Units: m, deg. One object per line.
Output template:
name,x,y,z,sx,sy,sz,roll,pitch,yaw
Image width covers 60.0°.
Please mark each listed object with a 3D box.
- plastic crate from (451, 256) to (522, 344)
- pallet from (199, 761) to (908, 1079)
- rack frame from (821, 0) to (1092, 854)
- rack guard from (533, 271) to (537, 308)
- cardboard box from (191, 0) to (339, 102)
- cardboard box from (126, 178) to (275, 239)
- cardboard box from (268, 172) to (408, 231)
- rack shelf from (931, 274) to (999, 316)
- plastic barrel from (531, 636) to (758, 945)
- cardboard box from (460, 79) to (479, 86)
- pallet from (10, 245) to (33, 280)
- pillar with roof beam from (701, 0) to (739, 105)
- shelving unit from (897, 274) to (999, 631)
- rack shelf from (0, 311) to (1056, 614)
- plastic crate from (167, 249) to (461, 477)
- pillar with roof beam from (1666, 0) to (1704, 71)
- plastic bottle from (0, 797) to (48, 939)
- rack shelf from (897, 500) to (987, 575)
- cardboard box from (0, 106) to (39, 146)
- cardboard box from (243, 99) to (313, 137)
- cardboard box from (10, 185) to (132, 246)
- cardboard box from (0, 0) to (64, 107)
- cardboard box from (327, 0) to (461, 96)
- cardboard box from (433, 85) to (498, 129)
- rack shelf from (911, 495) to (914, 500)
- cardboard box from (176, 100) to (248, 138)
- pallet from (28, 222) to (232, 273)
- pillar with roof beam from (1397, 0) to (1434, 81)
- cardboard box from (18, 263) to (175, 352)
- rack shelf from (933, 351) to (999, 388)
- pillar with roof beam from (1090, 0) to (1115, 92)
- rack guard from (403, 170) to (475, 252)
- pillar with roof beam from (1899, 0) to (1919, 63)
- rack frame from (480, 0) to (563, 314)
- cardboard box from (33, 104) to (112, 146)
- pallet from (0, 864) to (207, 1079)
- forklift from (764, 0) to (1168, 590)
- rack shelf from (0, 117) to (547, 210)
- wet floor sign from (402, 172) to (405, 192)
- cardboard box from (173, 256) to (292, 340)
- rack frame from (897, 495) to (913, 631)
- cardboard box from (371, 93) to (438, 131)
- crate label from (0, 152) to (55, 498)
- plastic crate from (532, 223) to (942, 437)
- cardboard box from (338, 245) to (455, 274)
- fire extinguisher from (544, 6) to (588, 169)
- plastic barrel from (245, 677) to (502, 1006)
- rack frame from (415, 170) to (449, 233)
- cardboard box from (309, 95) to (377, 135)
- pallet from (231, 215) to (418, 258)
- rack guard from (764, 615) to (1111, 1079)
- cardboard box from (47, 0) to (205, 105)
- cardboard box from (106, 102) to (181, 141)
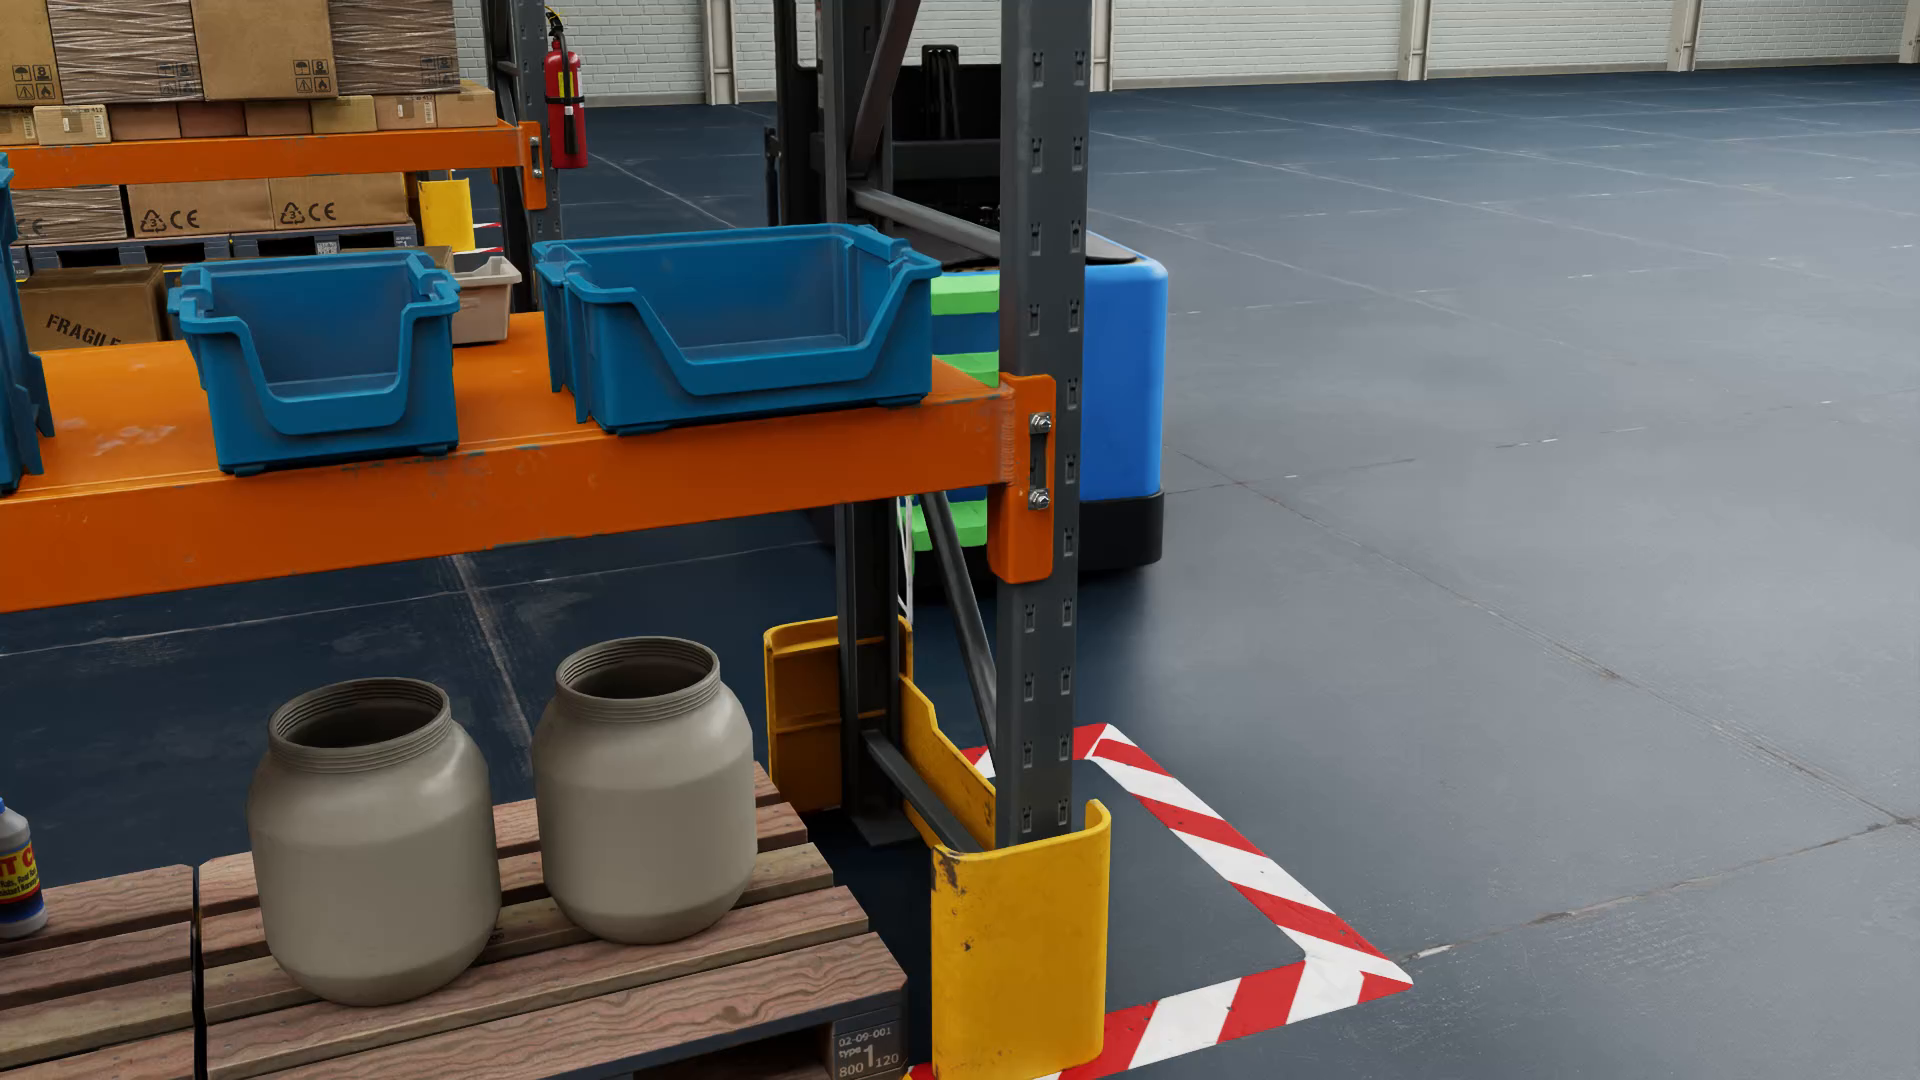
plastic crate,-0.988,-0.458,3.203,0.250,0.136,0.298,-8,21,-22
pallet,-0.838,0.843,3.310,1.213,0.211,1.003,-8,21,-22
rack frame,-0.039,-0.602,3.215,0.127,3.000,1.000,-8,21,-22
rack guard,-2.071,-0.923,7.892,0.348,0.500,1.175,-8,21,-22
cardboard box,-2.929,-2.133,6.966,0.500,0.500,0.875,-8,21,-22
cardboard box,-5.276,-2.608,11.480,0.875,0.875,0.875,-9,21,-23
cardboard box,-4.469,-2.725,11.811,0.875,0.875,0.875,-8,21,-22
rack shelf,0.053,-0.702,4.954,0.480,0.148,0.258,-5,20,-14
plastic barrel,-0.613,0.483,3.246,0.421,0.512,0.421,0,19,0
cardboard box,-2.357,-2.029,7.646,0.250,0.149,0.380,-8,21,-22
pallet,-6.817,-1.873,11.023,1.213,0.211,1.003,-8,21,-22
pillar with roof beam,-1.678,-9.137,18.423,0.400,9.000,9.100,-8,21,-22
shelving unit,0.053,-0.310,5.094,0.503,1.200,0.258,-5,20,-14
rack shelf,-1.876,0.000,2.587,4.000,0.370,1.077,-8,21,-22
plastic crate,-0.979,-0.291,2.556,0.408,0.251,0.499,-8,21,-22
pillar with roof beam,14.850,-11.505,25.148,0.400,9.000,9.100,-8,21,-22
plastic bottle,-1.827,0.621,3.188,0.097,0.271,0.097,0,19,0
rack shelf,0.053,-0.024,5.196,0.480,0.148,0.258,-5,20,-14
cardboard box,-3.774,-1.652,6.577,0.250,0.149,0.380,-8,21,-22
cardboard box,-2.856,-1.784,6.950,0.250,0.149,0.380,-8,21,-22
cardboard box,-6.114,-2.489,11.141,0.875,0.875,0.875,-8,21,-22
cardboard box,-3.868,-2.019,6.640,0.500,0.500,0.875,-8,21,-22
cardboard box,-2.517,-2.236,7.257,0.500,0.500,0.875,-8,21,-22
cardboard box,-2.181,-1.893,7.261,0.250,0.149,0.380,-8,21,-22
rack shelf,0.053,-0.250,5.115,0.480,0.148,0.258,-5,20,-14
cardboard box,-3.102,-1.764,6.893,0.250,0.149,0.380,-8,21,-22
pallet,-5.695,-2.035,11.483,1.213,0.211,1.003,-8,21,-22
pillar with roof beam,9.341,-10.716,22.906,0.400,9.000,9.100,-8,21,-22
cardboard box,-3.699,-0.889,7.161,0.500,0.500,0.500,-6,20,-17
rack shelf,0.053,-0.476,5.035,0.480,0.148,0.258,-5,20,-14
pillar with roof beam,3.831,-9.926,20.664,0.400,9.000,9.100,-8,21,-22
rack guard,-3.851,-2.462,12.262,0.348,0.500,1.175,-8,21,-22
pillar with roof beam,20.359,-12.294,27.389,0.400,9.000,9.100,-8,21,-22
rack frame,-2.001,-2.112,7.505,0.127,3.000,1.000,-8,21,-22
cardboard box,-3.517,-1.664,6.610,0.250,0.149,0.380,-8,21,-22
pallet,-1.957,1.002,2.858,1.213,0.211,1.003,-8,21,-22
forklift,-0.198,-1.676,6.369,1.130,2.935,3.031,-5,20,-14
rack shelf,-3.837,-1.510,6.877,4.000,0.370,1.077,-8,21,-22
wet floor sign,-4.631,-3.135,13.955,0.232,0.644,0.267,-12,23,-31
cardboard box,-3.116,-0.965,7.378,0.500,0.500,0.500,-3,20,-8
rack frame,-0.182,-0.288,5.033,0.015,1.200,0.240,-5,20,-14
cardboard box,-2.411,-1.861,7.168,0.250,0.149,0.380,-8,21,-22
crate label,-1.622,-0.294,2.287,0.616,0.435,0.502,-8,21,-22
plastic crate,-0.380,-0.375,2.794,0.616,0.251,0.499,-8,21,-22
cardboard box,-2.581,-1.054,7.631,0.500,0.500,0.500,-4,20,-12
fire extinguisher,-1.713,-1.950,7.161,0.183,0.674,0.296,-8,21,-22
plastic barrel,-1.073,0.549,3.059,0.421,0.512,0.421,0,19,0
rack frame,-3.873,-3.638,11.838,0.127,3.000,1.000,-8,21,-22
cardboard box,-2.620,-1.812,7.030,0.250,0.149,0.380,-8,21,-22
pallet,-4.576,-2.194,11.935,1.213,0.211,1.003,-8,21,-22
rack guard,-0.090,0.601,3.561,0.348,0.500,1.175,-8,21,-22
cardboard box,-3.405,-2.081,6.817,0.500,0.500,0.875,-8,21,-22
cardboard box,-3.322,-1.724,6.780,0.250,0.149,0.380,-8,21,-22
